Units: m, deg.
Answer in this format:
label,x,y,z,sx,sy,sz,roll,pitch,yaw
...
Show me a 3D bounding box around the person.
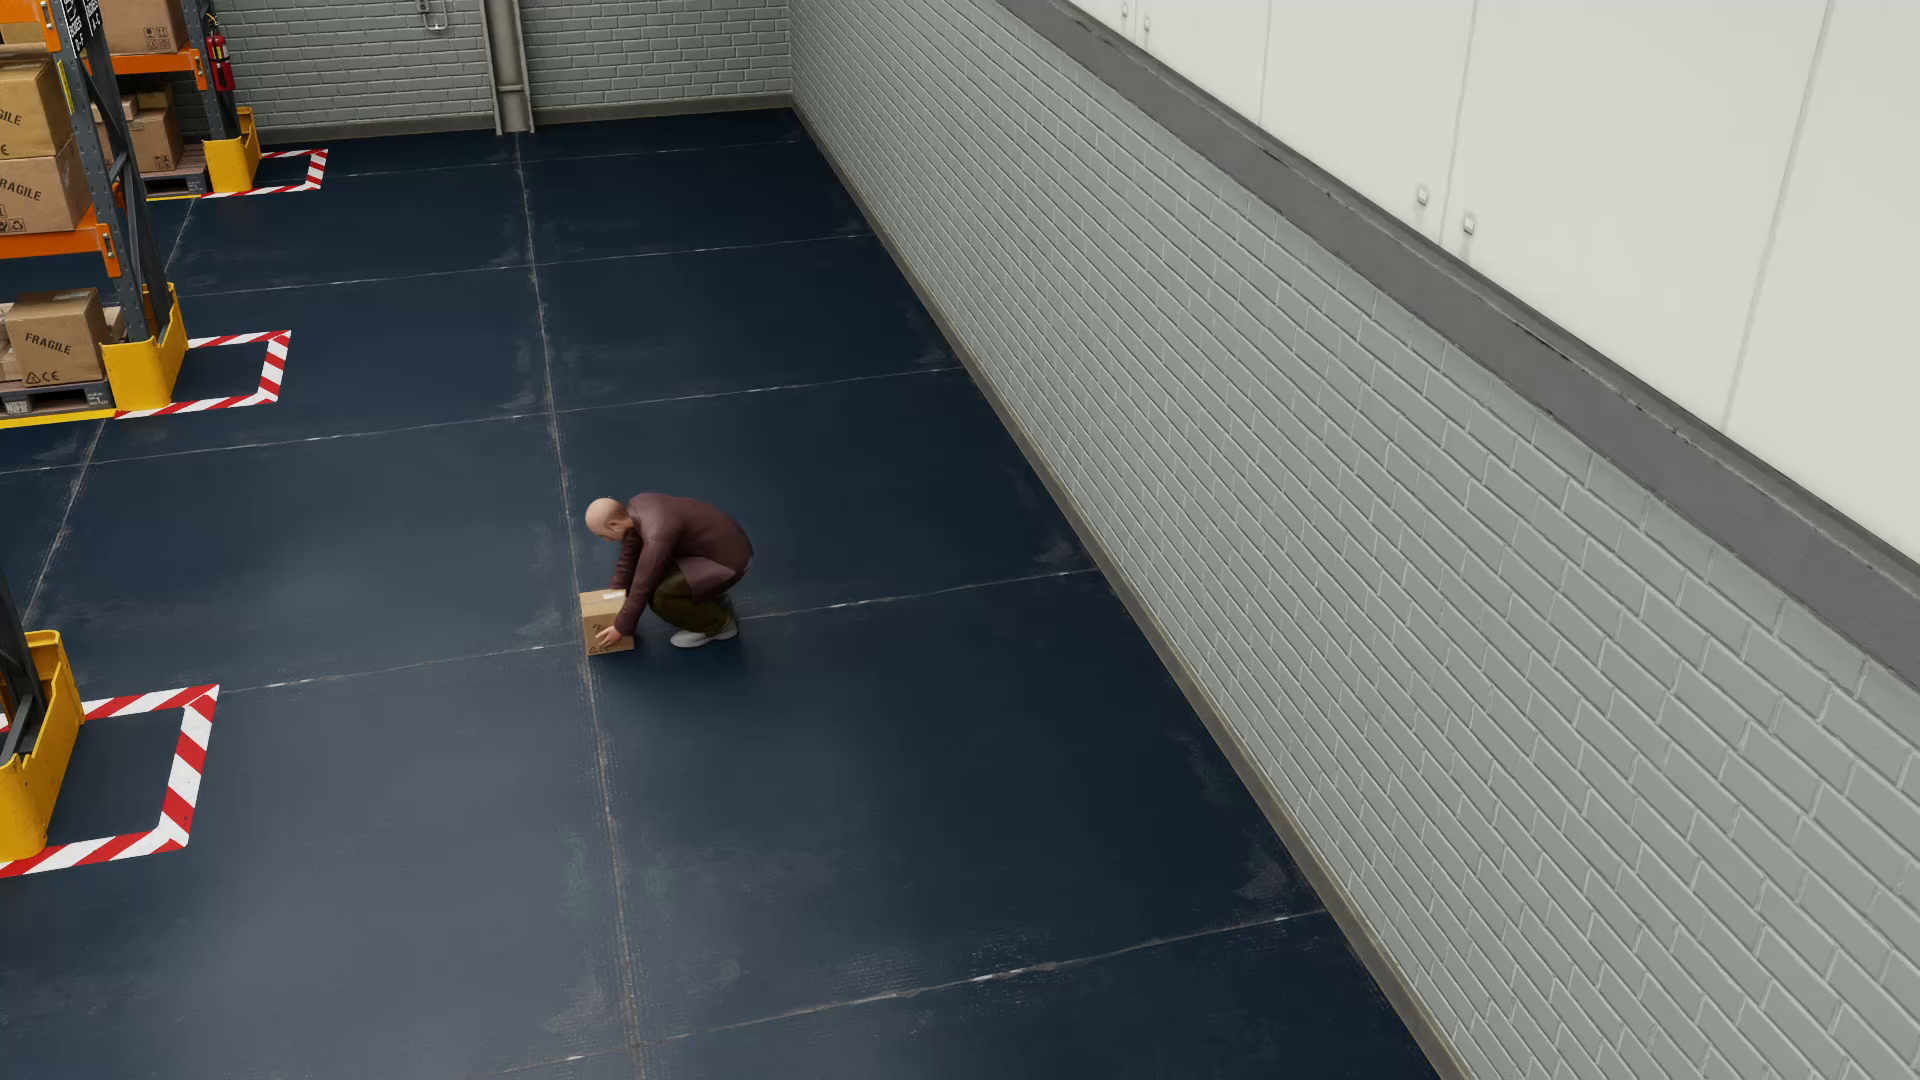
label,x,y,z,sx,sy,sz,roll,pitch,yaw
person,-1.597,0.056,8.901,0.944,1.039,0.586,-9,31,-16
